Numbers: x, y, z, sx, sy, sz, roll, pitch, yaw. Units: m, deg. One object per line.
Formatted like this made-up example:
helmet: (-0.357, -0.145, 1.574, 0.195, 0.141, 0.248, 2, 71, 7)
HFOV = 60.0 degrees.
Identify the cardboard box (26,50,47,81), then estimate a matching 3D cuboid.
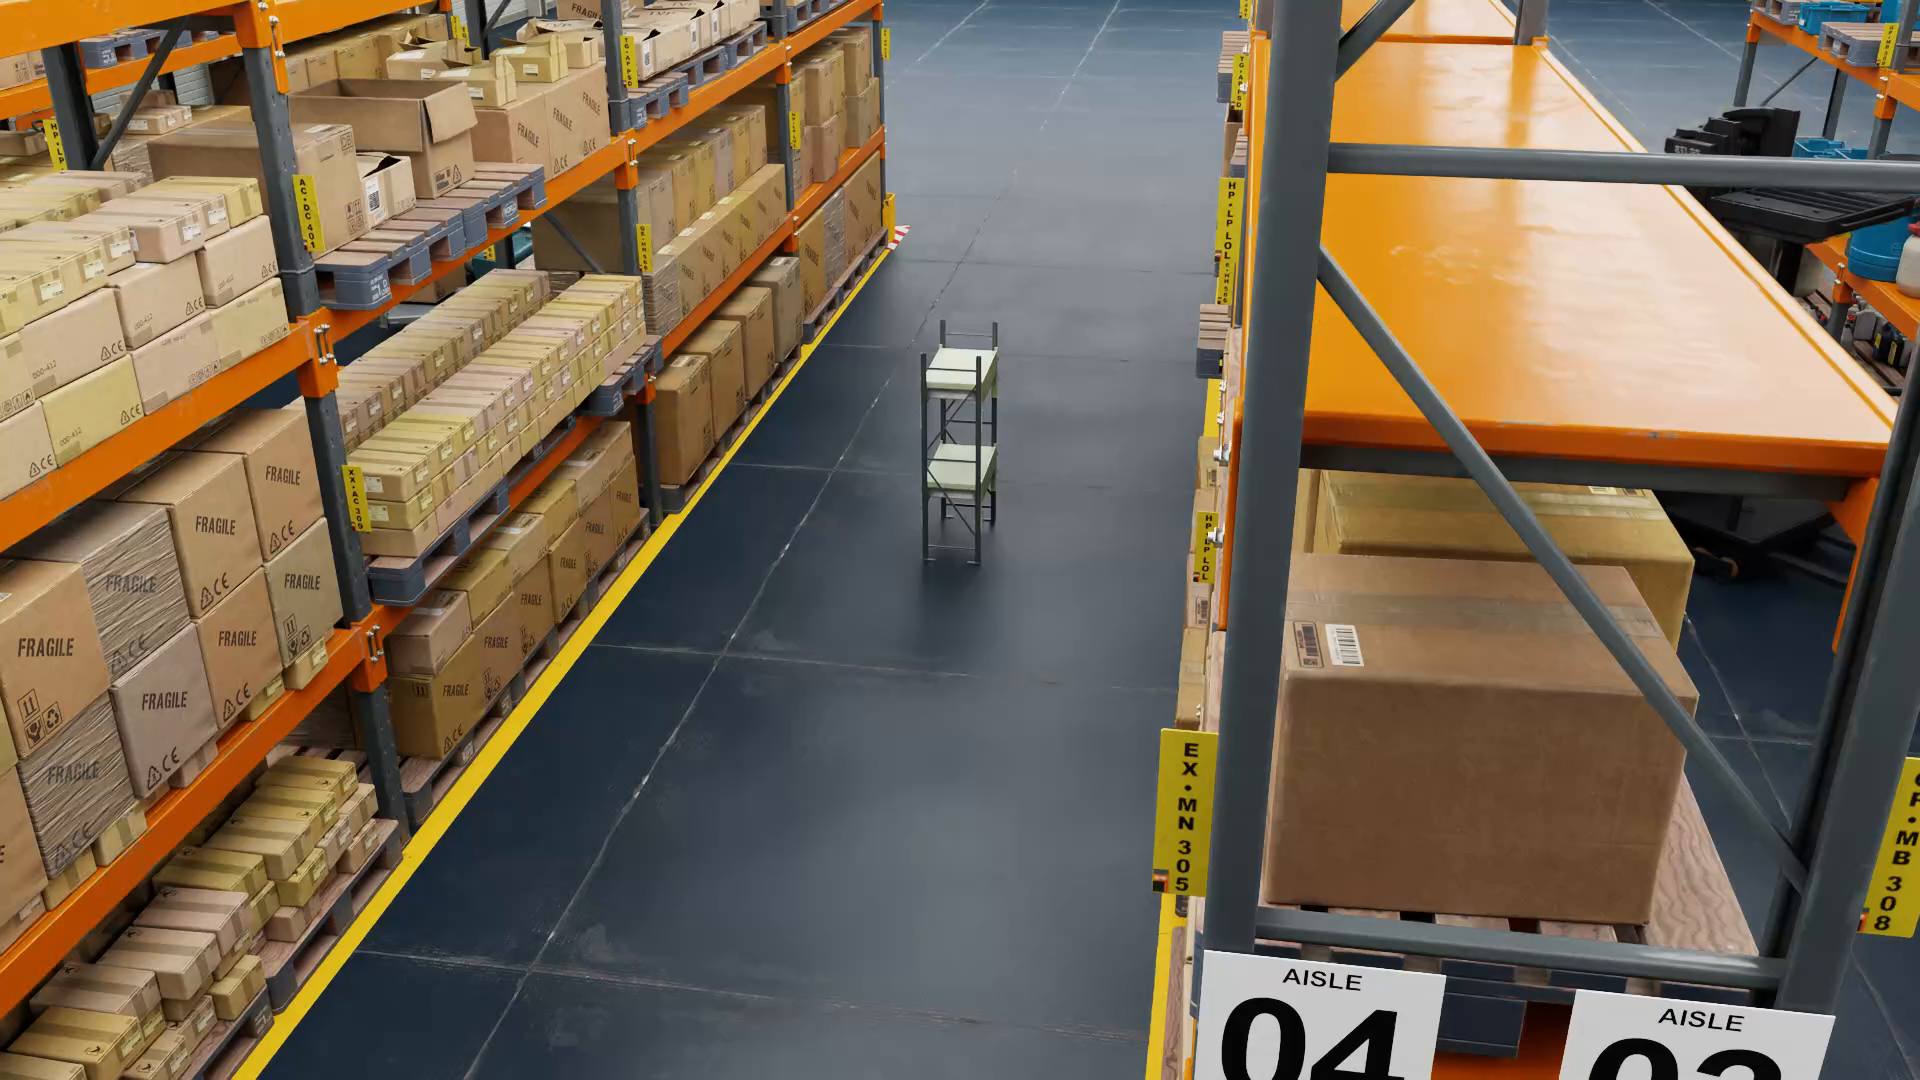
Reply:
cardboard box: (-7.336, -3.850, 12.822, 0.797, 0.503, 0.637, 4, 25, 9)

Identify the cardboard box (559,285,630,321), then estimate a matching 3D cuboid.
cardboard box: (-2.329, -1.509, 10.579, 0.380, 0.149, 0.250, 4, 25, 8)

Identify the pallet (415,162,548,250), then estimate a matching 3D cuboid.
pallet: (-2.939, -1.790, 8.763, 1.213, 0.211, 1.003, 4, 25, 9)

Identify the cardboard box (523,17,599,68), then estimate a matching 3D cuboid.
cardboard box: (-2.467, -3.068, 10.251, 0.396, 0.266, 0.258, 4, 25, 9)

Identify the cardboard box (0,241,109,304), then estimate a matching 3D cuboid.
cardboard box: (-3.255, -0.943, 5.849, 0.380, 0.149, 0.250, 3, 25, 6)

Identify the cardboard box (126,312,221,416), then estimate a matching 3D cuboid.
cardboard box: (-3.218, -0.690, 6.369, 0.500, 0.250, 0.500, 4, 25, 8)

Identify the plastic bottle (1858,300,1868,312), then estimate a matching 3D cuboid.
plastic bottle: (8.454, -2.127, 15.494, 0.152, 0.276, 0.135, 3, 25, 7)

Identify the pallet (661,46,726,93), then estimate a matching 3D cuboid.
pallet: (-2.425, -3.518, 12.457, 1.003, 0.211, 1.213, 5, 26, 11)

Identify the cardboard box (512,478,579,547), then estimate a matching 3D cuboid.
cardboard box: (-2.681, -0.175, 10.198, 0.500, 0.250, 0.500, 5, 25, 10)

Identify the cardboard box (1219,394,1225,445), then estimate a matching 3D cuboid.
cardboard box: (1.709, -0.549, 9.311, 0.500, 0.500, 0.500, 4, 25, 8)

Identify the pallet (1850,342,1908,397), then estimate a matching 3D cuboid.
pallet: (7.910, -1.463, 14.672, 1.003, 0.211, 1.213, 4, 25, 9)

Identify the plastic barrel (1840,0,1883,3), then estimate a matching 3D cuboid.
plastic barrel: (8.352, -5.270, 15.259, 0.600, 0.588, 0.600, 0, 25, 0)

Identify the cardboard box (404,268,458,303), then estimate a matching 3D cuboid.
cardboard box: (-5.143, -2.578, 15.819, 0.500, 0.500, 0.500, 4, 25, 9)

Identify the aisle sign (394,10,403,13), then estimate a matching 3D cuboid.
aisle sign: (-6.546, -6.376, 18.811, 0.394, 0.787, 0.004, 4, 25, 9)

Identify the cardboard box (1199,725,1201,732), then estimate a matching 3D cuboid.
cardboard box: (1.146, 0.879, 6.675, 0.380, 0.149, 0.250, 3, 25, 7)

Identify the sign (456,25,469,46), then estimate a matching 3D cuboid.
sign: (-3.204, -3.175, 10.797, 0.100, 0.325, 0.005, 4, 25, 9)

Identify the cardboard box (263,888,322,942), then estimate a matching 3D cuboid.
cardboard box: (-3.144, 1.675, 7.545, 0.380, 0.149, 0.250, 3, 25, 7)

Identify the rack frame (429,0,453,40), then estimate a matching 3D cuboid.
rack frame: (-6.250, -5.151, 19.261, 1.000, 3.000, 0.127, 4, 25, 9)

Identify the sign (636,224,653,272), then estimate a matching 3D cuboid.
sign: (-2.121, -1.959, 11.170, 0.100, 0.325, 0.005, 4, 25, 9)

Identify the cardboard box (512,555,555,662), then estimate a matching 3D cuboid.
cardboard box: (-2.772, 0.378, 9.901, 0.500, 0.500, 0.500, 4, 25, 9)

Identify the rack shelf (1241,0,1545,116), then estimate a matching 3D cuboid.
rack shelf: (1.892, -2.492, 7.824, 1.077, 0.370, 4.000, 4, 25, 9)

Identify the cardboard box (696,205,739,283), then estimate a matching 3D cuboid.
cardboard box: (-2.071, -2.351, 13.160, 0.500, 0.500, 0.500, 4, 25, 8)

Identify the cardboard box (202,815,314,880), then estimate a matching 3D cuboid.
cardboard box: (-3.149, 1.381, 7.471, 0.380, 0.149, 0.250, 4, 25, 8)

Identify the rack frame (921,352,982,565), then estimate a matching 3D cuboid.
rack frame: (-0.059, -0.529, 11.155, 0.400, 1.500, 0.023, 4, 25, 9)

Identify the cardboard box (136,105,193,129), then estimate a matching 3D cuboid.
cardboard box: (-6.856, -3.644, 14.312, 0.380, 0.149, 0.250, 3, 25, 7)

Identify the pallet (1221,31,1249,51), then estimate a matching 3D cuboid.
pallet: (2.667, -3.814, 13.088, 1.213, 0.211, 1.003, 4, 25, 9)

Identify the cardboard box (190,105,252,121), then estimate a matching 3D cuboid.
cardboard box: (-6.753, -3.639, 15.067, 0.500, 0.500, 0.500, 4, 25, 8)

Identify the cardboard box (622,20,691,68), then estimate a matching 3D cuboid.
cardboard box: (-2.240, -3.528, 11.818, 0.500, 0.250, 0.500, 5, 25, 10)

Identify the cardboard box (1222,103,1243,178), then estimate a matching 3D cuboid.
cardboard box: (2.605, -2.931, 13.314, 1.000, 1.000, 1.000, 4, 25, 9)

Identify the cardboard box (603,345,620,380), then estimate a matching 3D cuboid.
cardboard box: (-2.369, -1.131, 10.474, 0.380, 0.149, 0.250, 4, 25, 9)

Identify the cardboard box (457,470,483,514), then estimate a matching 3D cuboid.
cardboard box: (-2.709, -0.262, 8.616, 0.380, 0.149, 0.250, 4, 25, 9)

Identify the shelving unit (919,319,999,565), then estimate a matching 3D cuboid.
shelving unit: (0.001, -0.682, 11.482, 0.431, 1.500, 0.755, 4, 25, 9)

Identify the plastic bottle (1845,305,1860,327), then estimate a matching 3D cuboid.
plastic bottle: (8.328, -2.094, 15.512, 0.097, 0.201, 0.097, 0, 25, 0)

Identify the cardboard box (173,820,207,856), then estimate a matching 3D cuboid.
cardboard box: (-3.668, 1.350, 7.538, 0.380, 0.149, 0.250, 4, 25, 8)

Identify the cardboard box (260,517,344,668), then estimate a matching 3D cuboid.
cardboard box: (-3.112, 0.210, 7.338, 0.500, 0.500, 0.500, 4, 25, 9)

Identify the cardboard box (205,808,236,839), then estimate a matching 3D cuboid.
cardboard box: (-3.639, 1.376, 7.833, 0.380, 0.149, 0.250, 4, 25, 9)

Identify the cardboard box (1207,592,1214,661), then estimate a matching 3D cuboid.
cardboard box: (1.147, 0.536, 6.053, 0.500, 0.500, 0.500, 4, 25, 9)

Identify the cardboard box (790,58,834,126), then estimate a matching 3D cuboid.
cardboard box: (-1.711, -4.341, 16.079, 0.875, 0.550, 0.550, 4, 25, 9)

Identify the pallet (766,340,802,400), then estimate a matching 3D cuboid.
pallet: (-2.056, -1.587, 14.935, 1.003, 0.211, 1.213, 4, 25, 9)

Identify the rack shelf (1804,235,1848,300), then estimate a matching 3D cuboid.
rack shelf: (8.086, -2.959, 15.426, 1.077, 0.370, 4.000, 4, 25, 9)

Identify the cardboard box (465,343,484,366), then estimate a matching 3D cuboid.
cardboard box: (-3.100, -1.092, 10.040, 0.380, 0.149, 0.250, 4, 25, 9)

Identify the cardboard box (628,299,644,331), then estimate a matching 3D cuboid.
cardboard box: (-2.289, -1.478, 10.863, 0.380, 0.149, 0.250, 5, 25, 10)

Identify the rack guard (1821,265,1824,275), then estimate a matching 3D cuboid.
rack guard: (8.447, -2.954, 17.516, 1.175, 0.500, 0.348, 4, 25, 9)

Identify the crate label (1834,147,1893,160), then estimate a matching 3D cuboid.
crate label: (8.379, -3.349, 15.369, 0.502, 0.435, 0.616, 4, 25, 9)

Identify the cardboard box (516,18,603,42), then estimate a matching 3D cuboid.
cardboard box: (-2.783, -3.516, 11.721, 0.500, 0.311, 0.500, 4, 25, 9)

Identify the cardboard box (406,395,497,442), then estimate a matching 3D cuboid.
cardboard box: (-2.666, -0.639, 8.720, 0.380, 0.149, 0.250, 4, 25, 8)

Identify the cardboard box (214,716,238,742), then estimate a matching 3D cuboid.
cardboard box: (-3.274, 0.744, 6.963, 0.380, 0.149, 0.250, 3, 25, 7)

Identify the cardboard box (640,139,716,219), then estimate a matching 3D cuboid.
cardboard box: (-2.328, -2.830, 13.004, 0.700, 0.500, 0.500, 4, 25, 8)

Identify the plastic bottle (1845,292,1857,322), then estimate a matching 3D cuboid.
plastic bottle: (8.372, -2.195, 15.632, 0.061, 0.283, 0.133, 4, 25, 9)

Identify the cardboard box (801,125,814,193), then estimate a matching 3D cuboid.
cardboard box: (-1.888, -3.632, 15.839, 0.875, 0.550, 0.550, 4, 25, 9)

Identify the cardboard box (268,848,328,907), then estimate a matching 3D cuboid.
cardboard box: (-3.107, 1.516, 7.534, 0.380, 0.149, 0.250, 3, 25, 7)

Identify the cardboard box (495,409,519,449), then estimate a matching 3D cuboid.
cardboard box: (-2.627, -0.614, 9.018, 0.380, 0.149, 0.250, 5, 26, 11)

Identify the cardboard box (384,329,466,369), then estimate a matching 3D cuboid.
cardboard box: (-3.137, -1.121, 9.749, 0.380, 0.149, 0.250, 5, 26, 10)

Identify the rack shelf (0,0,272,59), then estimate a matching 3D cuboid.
rack shelf: (-3.638, -1.385, 4.991, 1.077, 0.370, 4.000, 4, 25, 9)

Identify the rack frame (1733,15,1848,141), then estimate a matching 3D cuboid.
rack frame: (8.413, -4.121, 17.061, 1.000, 3.000, 0.127, 4, 25, 9)

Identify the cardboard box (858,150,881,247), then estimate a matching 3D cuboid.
cardboard box: (-1.396, -3.790, 18.364, 0.875, 0.875, 0.875, 4, 25, 9)

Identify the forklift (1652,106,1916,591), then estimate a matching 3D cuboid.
forklift: (5.388, -1.277, 11.064, 1.130, 2.935, 3.031, -17, 30, -31)

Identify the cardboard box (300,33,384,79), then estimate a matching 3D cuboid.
cardboard box: (-6.409, -4.925, 17.129, 0.700, 0.500, 0.500, 4, 25, 8)
